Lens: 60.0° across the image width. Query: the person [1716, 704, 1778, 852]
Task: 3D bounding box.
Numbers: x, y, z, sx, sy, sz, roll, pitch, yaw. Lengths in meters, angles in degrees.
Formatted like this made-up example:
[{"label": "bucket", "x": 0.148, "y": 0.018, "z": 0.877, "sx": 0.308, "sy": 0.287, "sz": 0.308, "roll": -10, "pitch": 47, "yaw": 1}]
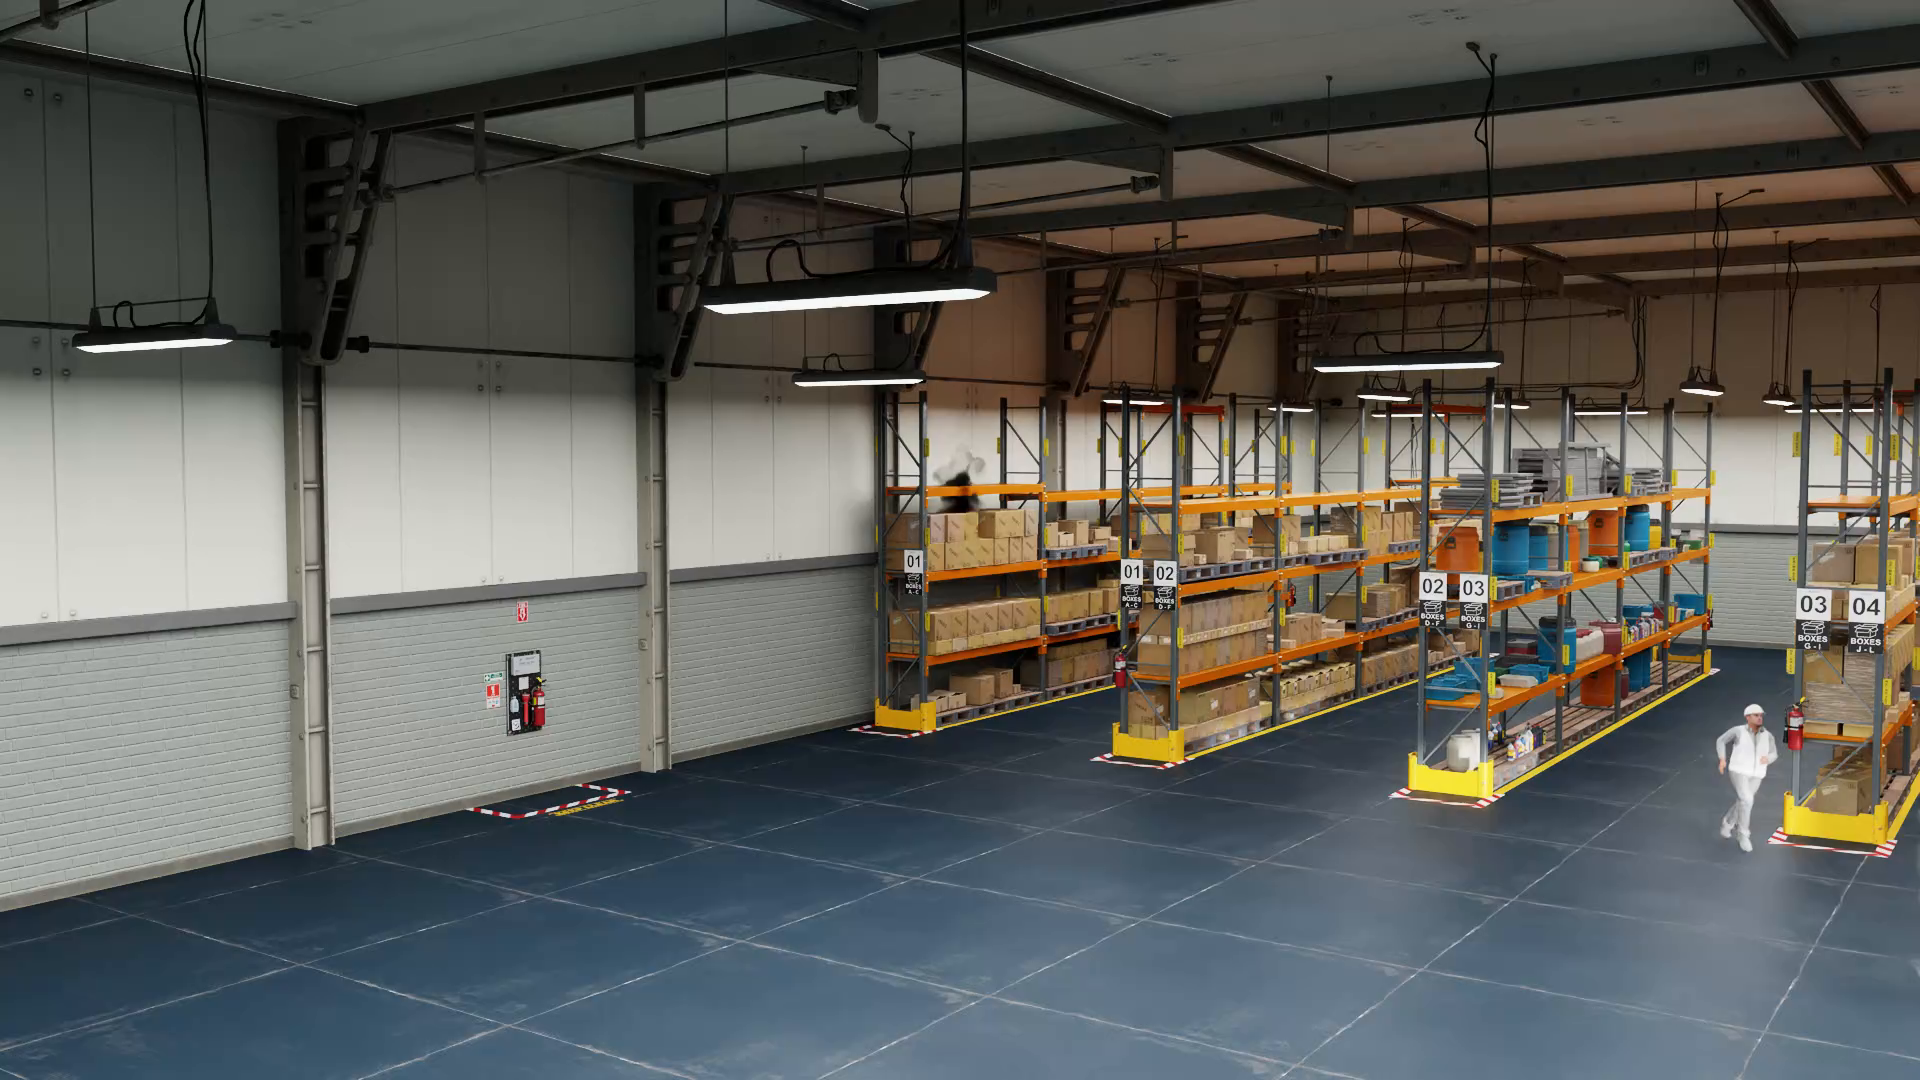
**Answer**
[{"label": "person", "x": 9.939, "y": 2.955, "z": 20.905, "sx": 0.650, "sy": 1.766, "sz": 0.827, "roll": 0, "pitch": 3, "yaw": -2}]
